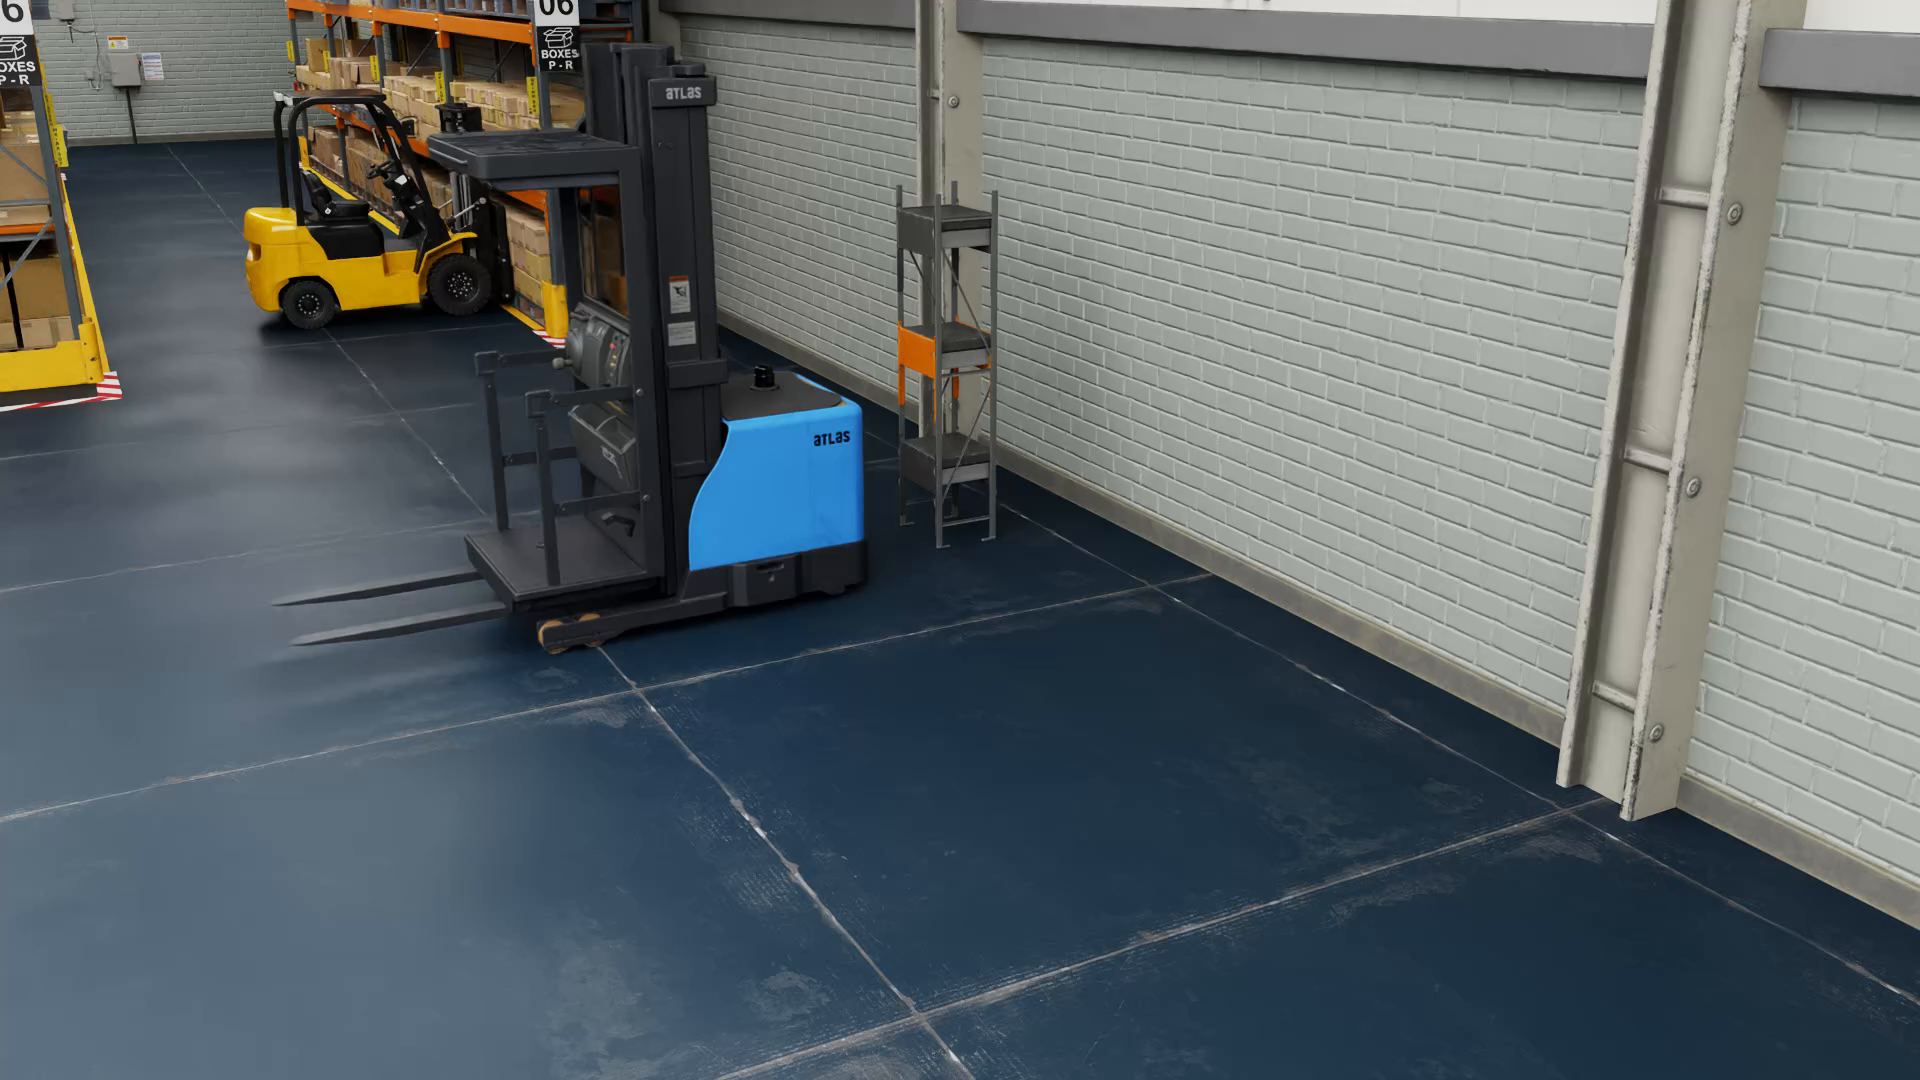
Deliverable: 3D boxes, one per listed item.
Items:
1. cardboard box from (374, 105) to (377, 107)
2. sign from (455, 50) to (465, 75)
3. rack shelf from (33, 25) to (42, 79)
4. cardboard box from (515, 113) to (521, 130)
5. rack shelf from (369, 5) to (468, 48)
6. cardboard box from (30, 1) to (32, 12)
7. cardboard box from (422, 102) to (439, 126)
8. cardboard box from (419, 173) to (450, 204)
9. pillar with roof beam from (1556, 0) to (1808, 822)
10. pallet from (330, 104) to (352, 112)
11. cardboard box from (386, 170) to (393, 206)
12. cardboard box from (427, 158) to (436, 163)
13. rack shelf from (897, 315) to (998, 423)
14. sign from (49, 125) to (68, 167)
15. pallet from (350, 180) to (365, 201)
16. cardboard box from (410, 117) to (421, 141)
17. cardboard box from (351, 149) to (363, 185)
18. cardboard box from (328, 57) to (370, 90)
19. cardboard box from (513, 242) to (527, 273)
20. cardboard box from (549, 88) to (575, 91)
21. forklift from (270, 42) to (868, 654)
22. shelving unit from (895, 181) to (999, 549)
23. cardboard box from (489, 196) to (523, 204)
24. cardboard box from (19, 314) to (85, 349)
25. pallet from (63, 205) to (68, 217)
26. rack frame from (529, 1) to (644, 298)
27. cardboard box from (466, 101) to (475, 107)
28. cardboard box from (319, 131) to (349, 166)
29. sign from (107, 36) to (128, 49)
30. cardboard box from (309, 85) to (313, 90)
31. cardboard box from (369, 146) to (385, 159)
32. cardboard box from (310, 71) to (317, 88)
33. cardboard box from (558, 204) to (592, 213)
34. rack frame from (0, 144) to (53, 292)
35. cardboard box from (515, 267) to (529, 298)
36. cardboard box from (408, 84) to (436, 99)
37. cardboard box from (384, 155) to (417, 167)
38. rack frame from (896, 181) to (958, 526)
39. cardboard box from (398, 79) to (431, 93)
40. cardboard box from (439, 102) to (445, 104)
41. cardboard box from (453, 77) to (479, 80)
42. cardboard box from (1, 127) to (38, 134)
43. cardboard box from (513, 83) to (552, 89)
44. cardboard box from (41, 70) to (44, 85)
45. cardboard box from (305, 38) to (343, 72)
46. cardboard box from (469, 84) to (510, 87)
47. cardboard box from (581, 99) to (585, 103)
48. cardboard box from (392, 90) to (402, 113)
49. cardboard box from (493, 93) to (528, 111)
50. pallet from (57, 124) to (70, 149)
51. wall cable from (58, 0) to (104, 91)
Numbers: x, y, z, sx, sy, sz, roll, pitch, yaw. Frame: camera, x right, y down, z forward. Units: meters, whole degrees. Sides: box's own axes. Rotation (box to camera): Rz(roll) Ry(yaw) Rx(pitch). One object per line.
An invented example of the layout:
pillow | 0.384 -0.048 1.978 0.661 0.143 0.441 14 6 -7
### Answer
cardboard box | -7.832 -5.958 22.539 0.380 0.149 0.250 -10 21 -26
sign | -6.696 -6.383 22.256 0.100 0.325 0.005 -10 21 -27
rack shelf | -8.700 -4.334 14.598 1.077 0.370 4.000 -10 21 -27
cardboard box | -4.119 -4.088 16.232 0.380 0.149 0.250 -10 21 -27
rack shelf | -6.233 -6.252 20.157 1.077 0.370 4.000 -10 21 -27
cardboard box | -7.985 -4.502 13.754 0.500 0.250 0.500 -10 22 -27
cardboard box | -5.992 -5.014 19.526 0.500 0.250 0.500 -11 22 -28
cardboard box | -6.261 -4.264 20.886 0.875 0.625 0.625 -11 22 -29
pillar with roof beam | -1.011 -2.516 3.627 9.100 9.000 0.400 -10 21 -27
pallet | -8.799 -6.560 24.838 1.003 0.211 1.213 -10 21 -27
cardboard box | -7.572 -4.854 22.787 0.500 0.500 0.500 -9 21 -25
cardboard box | -7.156 -5.270 23.000 0.380 0.149 0.250 -9 21 -24
rack shelf | -0.079 -1.027 9.931 0.431 0.518 0.480 -10 21 -27
sign | -7.273 -3.176 13.408 0.100 0.325 0.005 -10 21 -27
pallet | -8.662 -5.351 25.315 1.003 0.211 1.213 -10 21 -27
cardboard box | -6.457 -5.071 20.460 0.500 0.250 0.500 -9 21 -25
cardboard box | -8.789 -5.589 24.917 0.500 0.500 0.500 -10 22 -27
cardboard box | -9.049 -6.969 24.933 0.700 0.500 0.500 -9 21 -25
cardboard box | -4.119 -2.824 16.522 0.500 0.250 0.500 -10 22 -27
cardboard box | -4.193 -4.600 17.260 0.380 0.149 0.250 -9 21 -25
forklift | -2.054 -1.004 8.547 3.031 2.935 1.130 -10 22 -27
shelving unit | -0.079 -1.040 9.927 0.431 2.100 0.503 -10 21 -27
cardboard box | -4.849 -3.495 17.700 0.500 0.250 0.500 -9 21 -25
cardboard box | -7.890 -1.855 14.481 0.500 0.250 0.500 -10 21 -27
pallet | -12.432 -4.248 22.120 1.003 0.211 1.213 -10 21 -27
rack frame | -3.384 -3.452 15.537 1.000 3.000 0.127 -10 21 -27
cardboard box | -5.039 -4.595 17.702 0.380 0.149 0.250 -9 21 -25
cardboard box | -10.240 -6.453 27.422 0.500 0.500 0.500 -10 21 -26
sign | -16.275 -9.615 32.132 0.339 0.242 0.001 -10 21 -27
cardboard box | -10.499 -7.412 27.398 0.380 0.149 0.250 -11 22 -28
cardboard box | -8.245 -5.560 23.839 0.380 0.149 0.250 -11 22 -29
cardboard box | -10.258 -7.510 27.070 0.500 0.250 0.500 -11 22 -28
cardboard box | -3.914 -3.279 17.074 0.500 0.250 0.500 -10 21 -27
rack frame | -7.747 -2.683 13.307 0.949 2.616 0.053 -10 21 -27
cardboard box | -4.113 -2.581 16.584 0.500 0.250 0.500 -10 21 -27
cardboard box | -6.468 -5.444 20.163 0.380 0.149 0.250 -11 22 -28
cardboard box | -7.640 -5.175 22.723 0.380 0.149 0.250 -11 22 -29
rack frame | -0.195 -1.110 10.130 0.400 2.100 0.015 -10 21 -27
cardboard box | -6.883 -5.746 21.037 0.380 0.149 0.250 -10 21 -26
cardboard box | -5.779 -5.089 19.134 0.380 0.149 0.250 -10 22 -27
cardboard box | -6.380 -5.839 21.307 0.380 0.149 0.250 -10 22 -28
cardboard box | -8.223 -3.343 14.612 0.500 0.500 0.500 -10 22 -28
cardboard box | -4.645 -4.898 18.123 0.380 0.149 0.250 -10 22 -27
cardboard box | -9.562 -4.713 16.945 0.380 0.149 0.250 -10 21 -27
cardboard box | -10.290 -7.867 26.955 0.500 0.500 0.500 -9 21 -25
cardboard box | -5.060 -4.825 17.911 0.380 0.149 0.250 -10 22 -28
cardboard box | -3.426 -4.162 15.991 0.380 0.149 0.250 -9 21 -25
cardboard box | -6.950 -5.605 21.240 0.500 0.250 0.500 -9 21 -25
cardboard box | -4.433 -4.368 16.587 0.380 0.149 0.250 -10 21 -26
pallet | -11.117 -4.700 19.448 1.213 0.211 1.003 -10 21 -27
wall cable | -16.803 -9.594 31.778 0.588 1.984 0.122 -10 21 -27
